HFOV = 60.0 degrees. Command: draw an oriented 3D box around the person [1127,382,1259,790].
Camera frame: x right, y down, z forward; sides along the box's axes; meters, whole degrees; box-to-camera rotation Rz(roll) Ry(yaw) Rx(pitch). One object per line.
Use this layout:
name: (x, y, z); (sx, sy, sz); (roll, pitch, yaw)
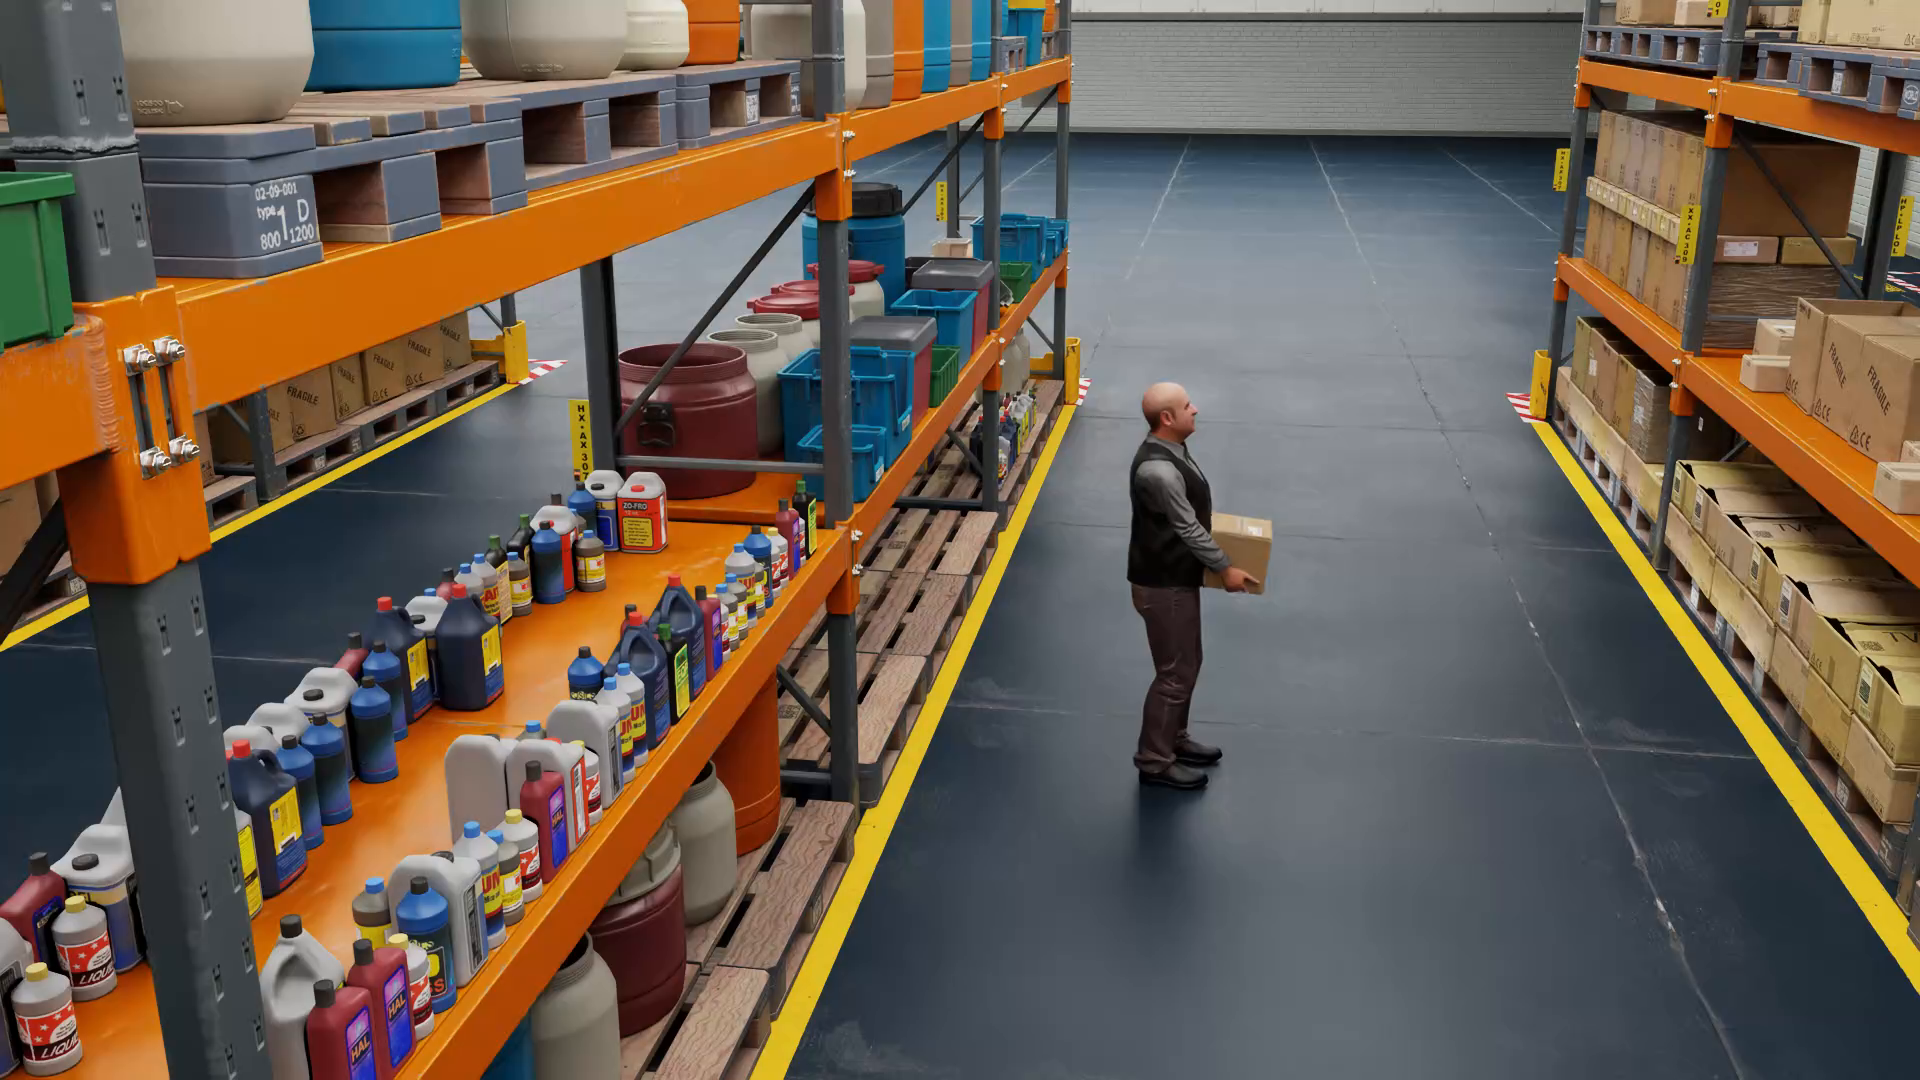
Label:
person: (0.982, 0.184, 7.043); (0.552, 1.720, 0.502); (3, 18, 9)
